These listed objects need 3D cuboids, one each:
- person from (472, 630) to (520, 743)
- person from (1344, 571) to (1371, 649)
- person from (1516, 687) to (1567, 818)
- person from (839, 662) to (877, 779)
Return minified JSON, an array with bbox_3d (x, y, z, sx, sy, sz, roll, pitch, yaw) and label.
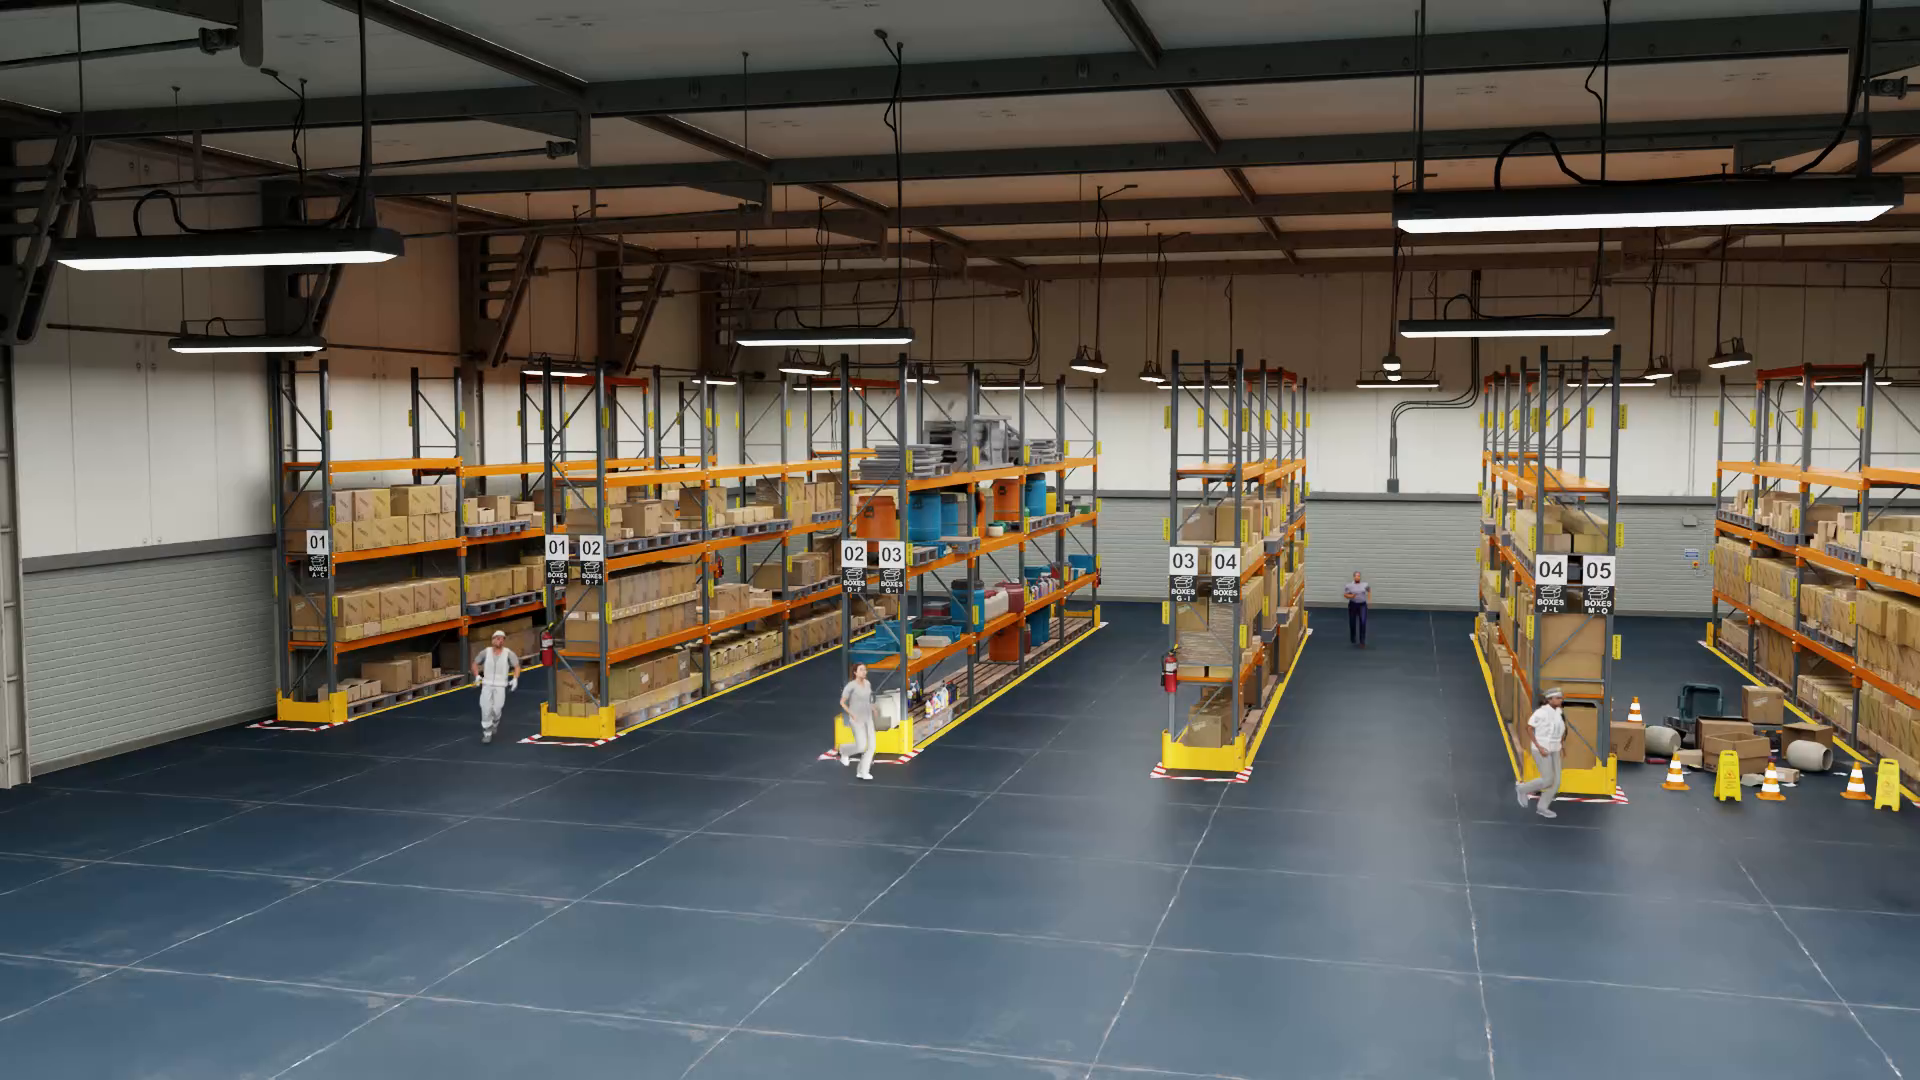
[{"bbox_3d":[-7.234,2.277,25.914,0.729,1.735,0.541,-1,4,-10],"label":"person"},{"bbox_3d":[8.787,1.525,36.761,0.596,1.677,0.881,1,4,12],"label":"person"},{"bbox_3d":[7.426,2.664,21.137,0.623,1.657,0.494,-3,5,-34],"label":"person"},{"bbox_3d":[-1.420,2.516,23.318,0.569,1.629,0.645,-4,5,-41],"label":"person"}]
